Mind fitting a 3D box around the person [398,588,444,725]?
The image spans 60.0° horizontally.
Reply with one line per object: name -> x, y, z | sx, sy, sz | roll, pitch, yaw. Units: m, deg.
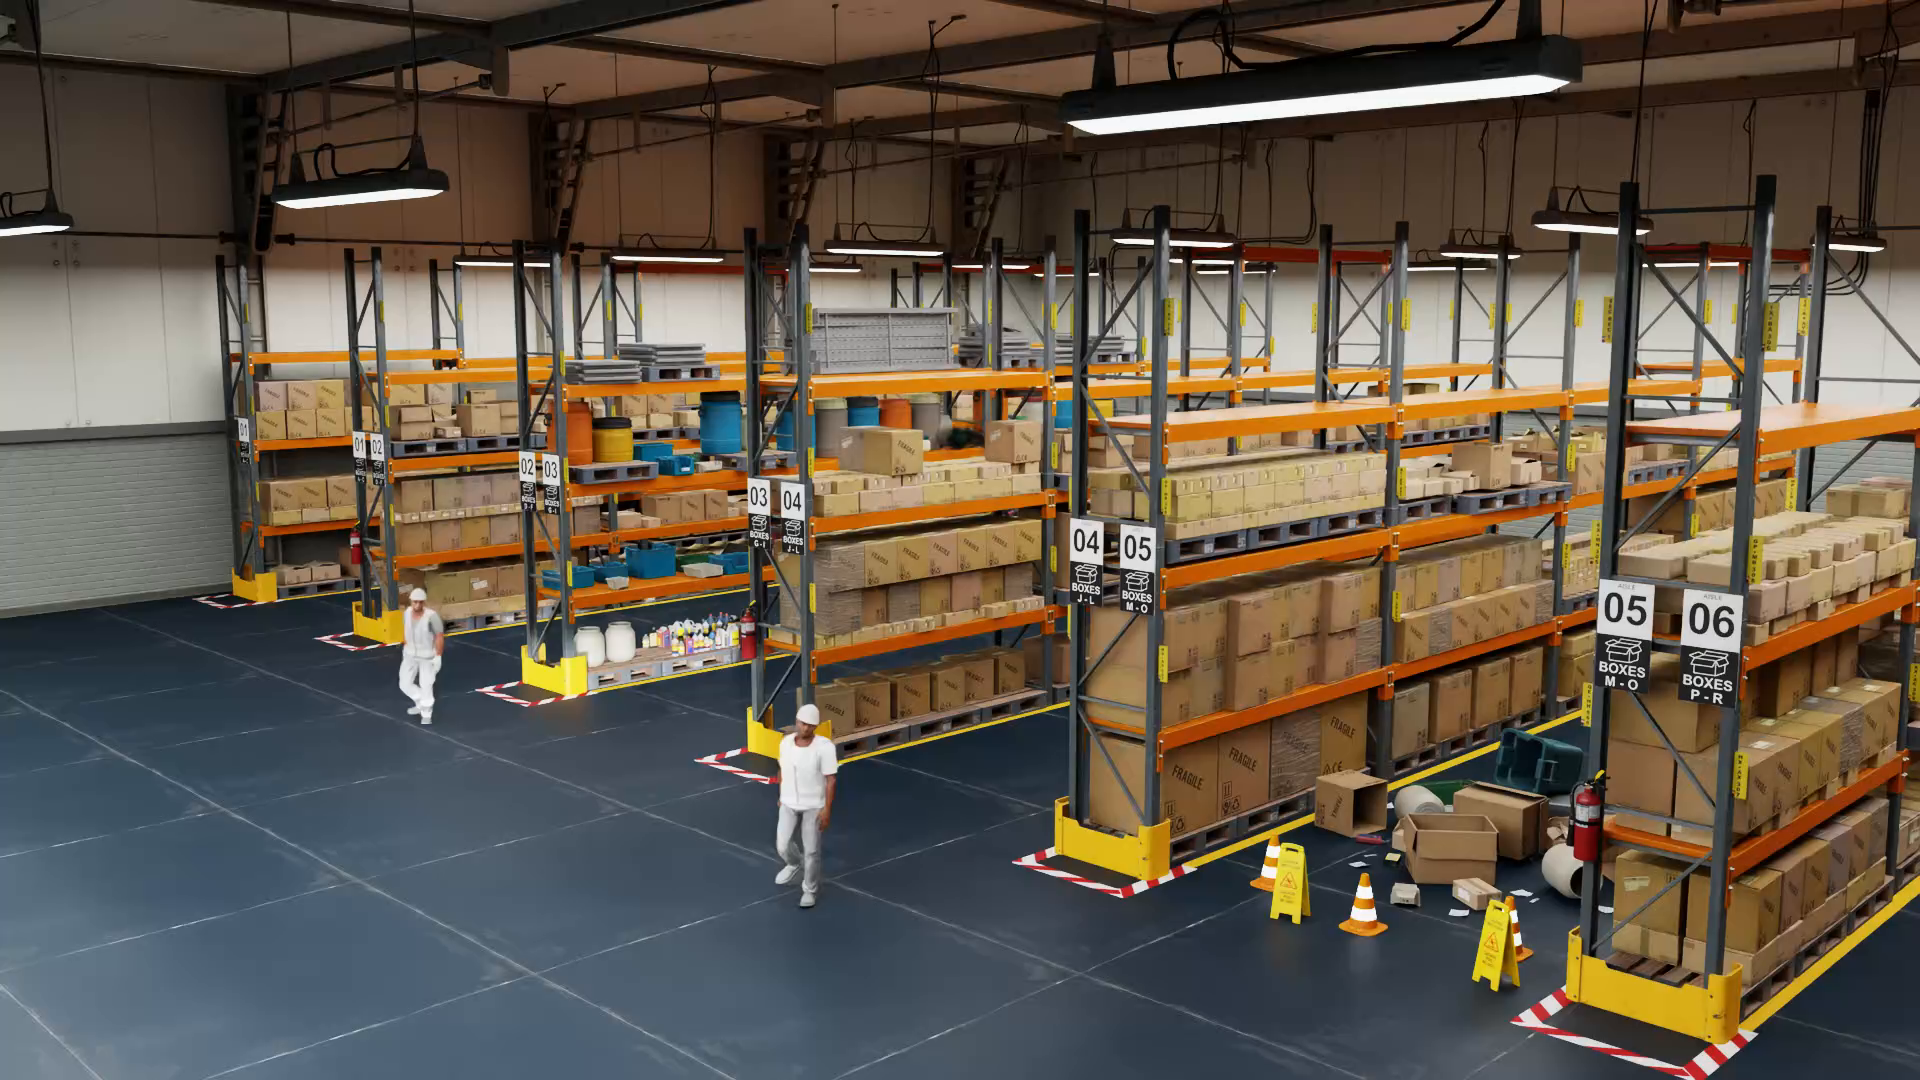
person -> -6.609, 1.424, 20.417 | 0.696, 1.746, 0.592 | 2, 8, 14

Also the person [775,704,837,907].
person -> -1.340, 2.265, 14.372 | 0.659, 1.754, 0.589 | 2, 8, 16
